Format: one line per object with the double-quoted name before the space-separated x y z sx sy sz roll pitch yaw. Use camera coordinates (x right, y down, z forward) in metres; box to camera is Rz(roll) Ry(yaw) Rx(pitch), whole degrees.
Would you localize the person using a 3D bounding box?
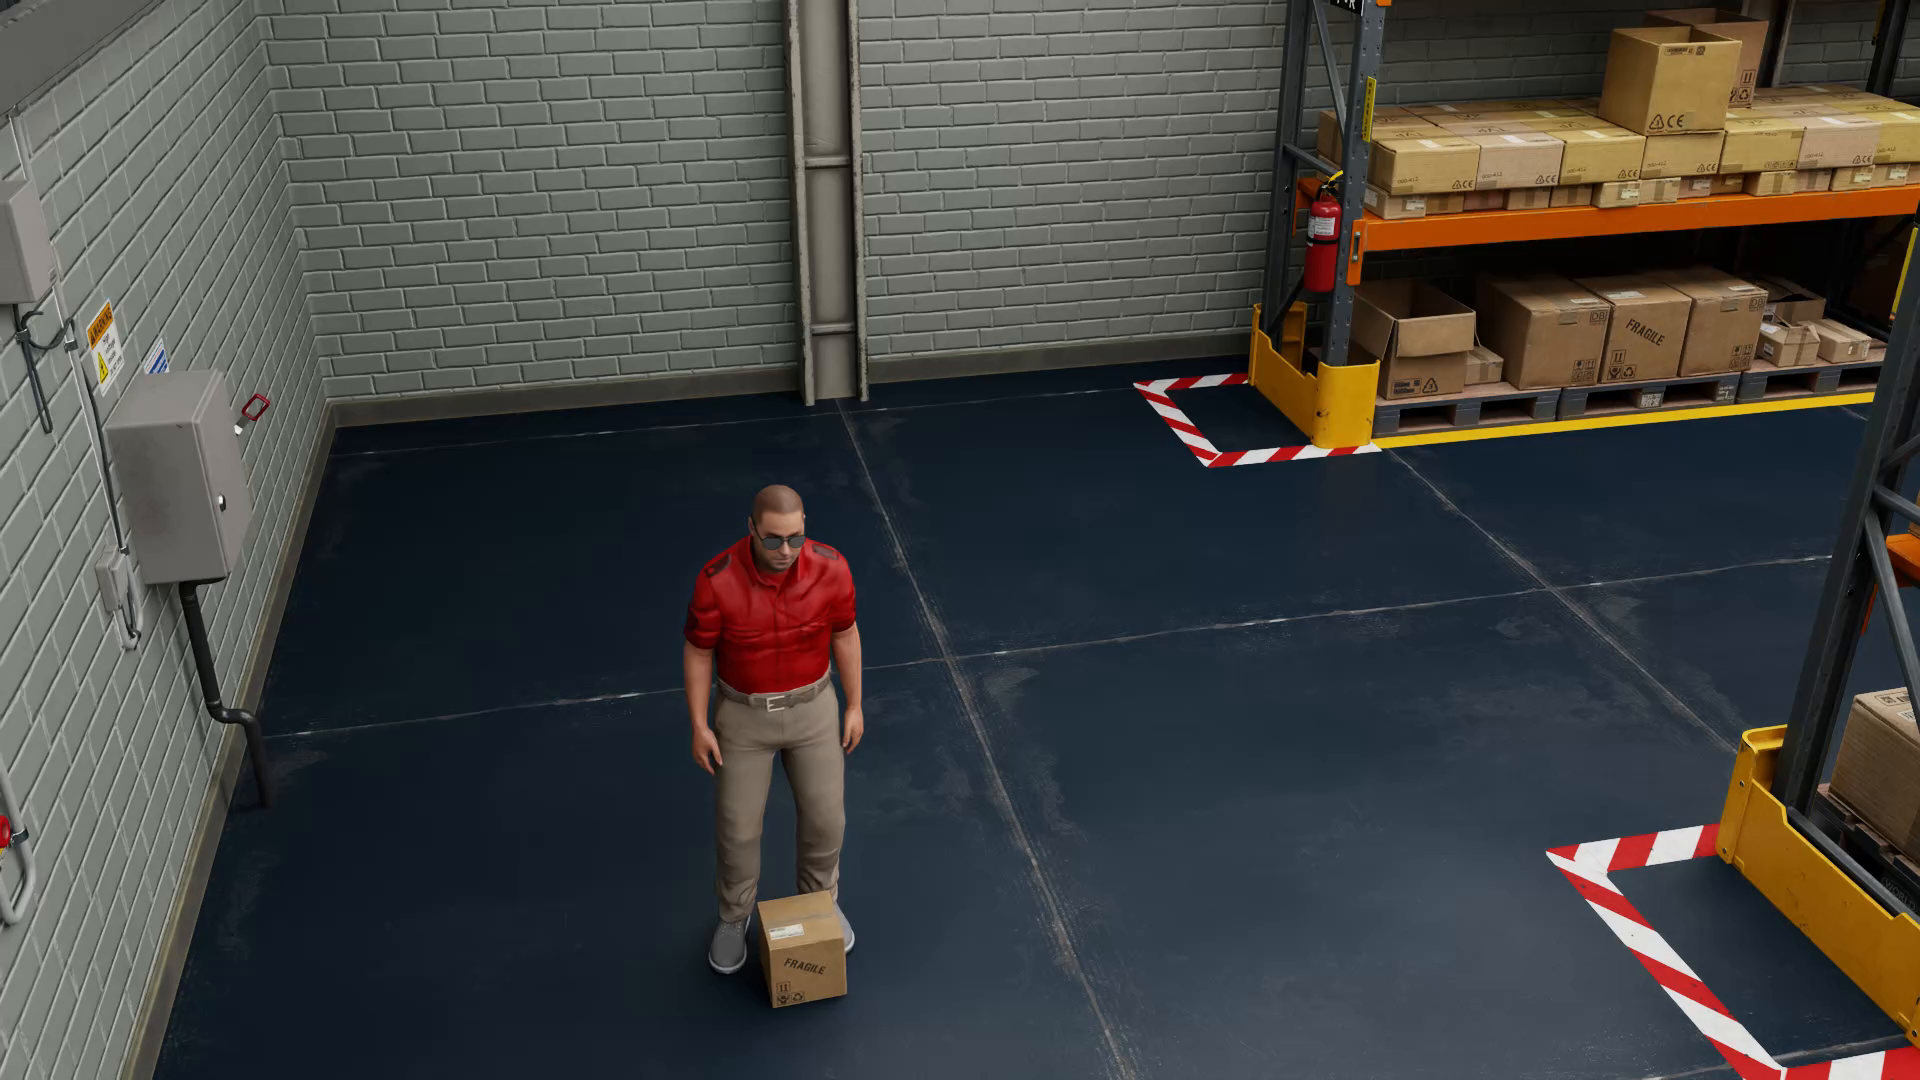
"person" -0.597 0.595 5.443 0.594 1.725 0.402 -7 27 -14
